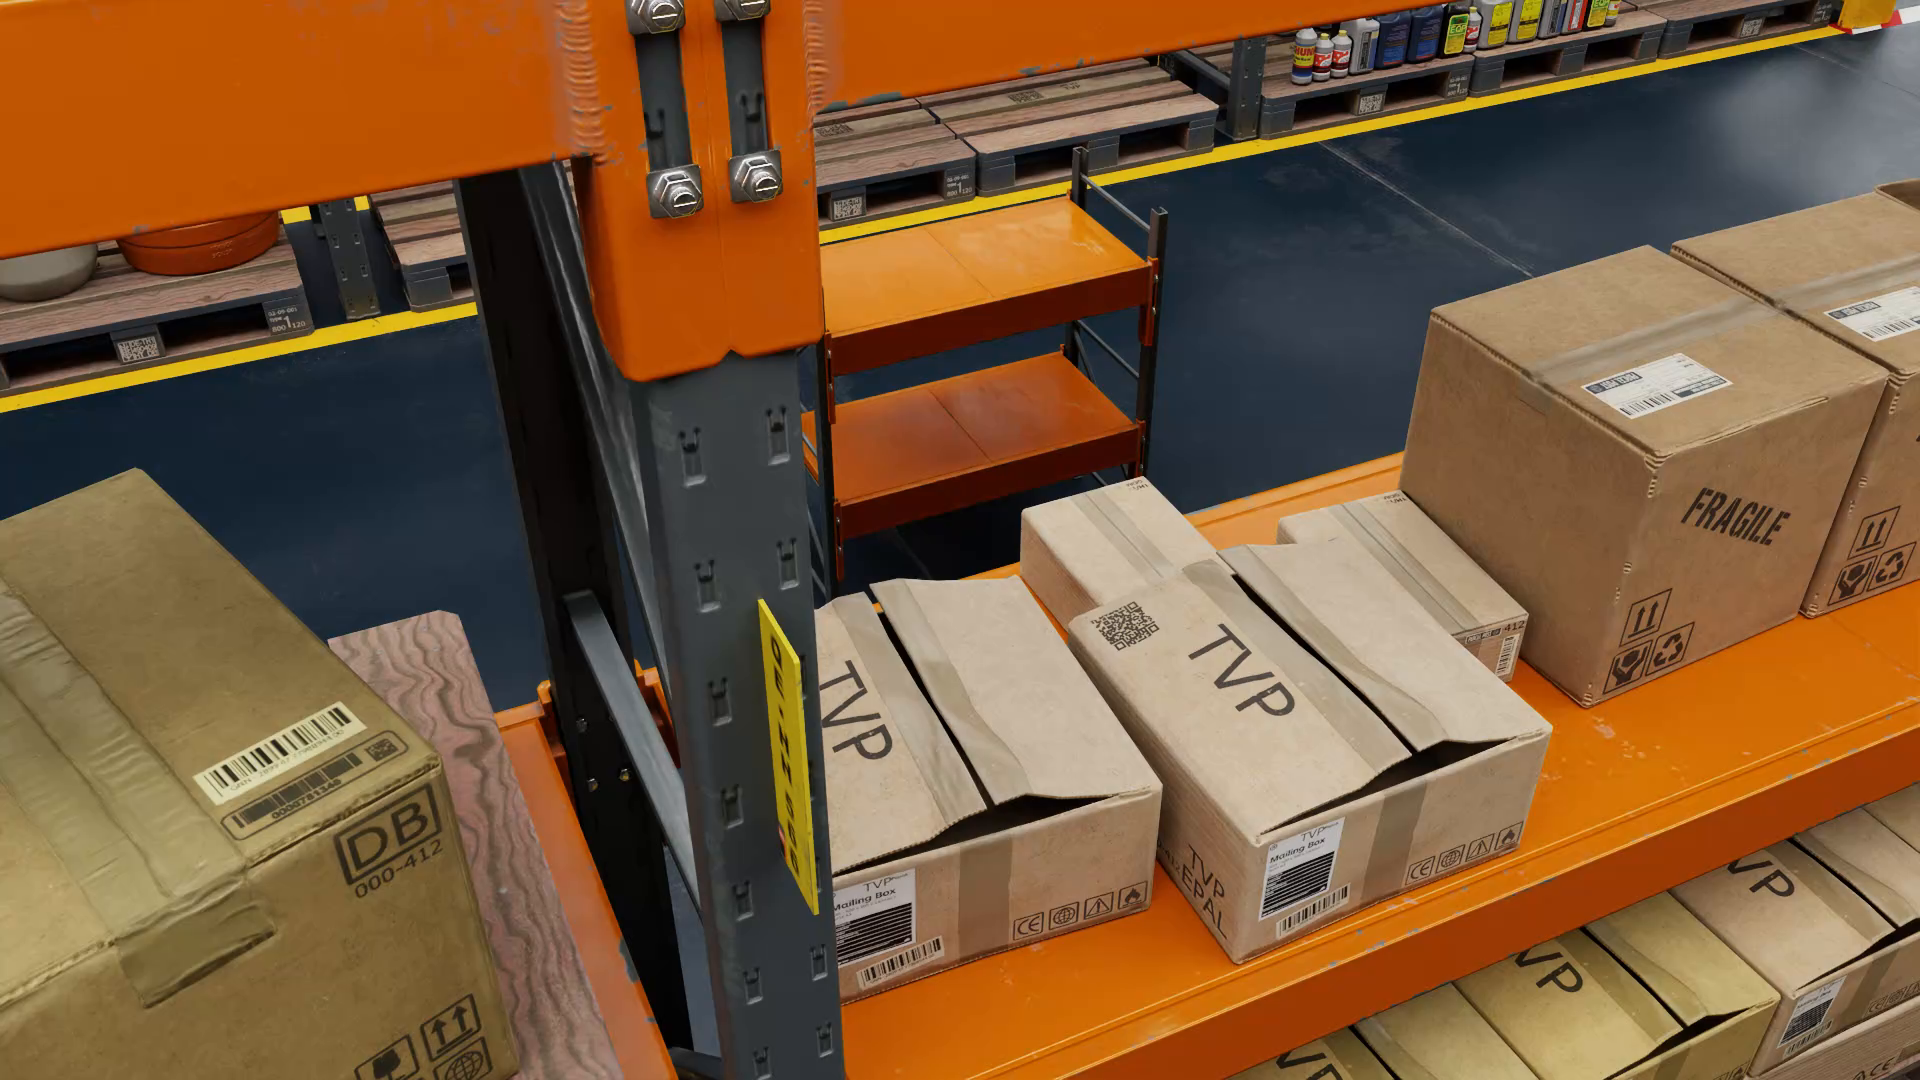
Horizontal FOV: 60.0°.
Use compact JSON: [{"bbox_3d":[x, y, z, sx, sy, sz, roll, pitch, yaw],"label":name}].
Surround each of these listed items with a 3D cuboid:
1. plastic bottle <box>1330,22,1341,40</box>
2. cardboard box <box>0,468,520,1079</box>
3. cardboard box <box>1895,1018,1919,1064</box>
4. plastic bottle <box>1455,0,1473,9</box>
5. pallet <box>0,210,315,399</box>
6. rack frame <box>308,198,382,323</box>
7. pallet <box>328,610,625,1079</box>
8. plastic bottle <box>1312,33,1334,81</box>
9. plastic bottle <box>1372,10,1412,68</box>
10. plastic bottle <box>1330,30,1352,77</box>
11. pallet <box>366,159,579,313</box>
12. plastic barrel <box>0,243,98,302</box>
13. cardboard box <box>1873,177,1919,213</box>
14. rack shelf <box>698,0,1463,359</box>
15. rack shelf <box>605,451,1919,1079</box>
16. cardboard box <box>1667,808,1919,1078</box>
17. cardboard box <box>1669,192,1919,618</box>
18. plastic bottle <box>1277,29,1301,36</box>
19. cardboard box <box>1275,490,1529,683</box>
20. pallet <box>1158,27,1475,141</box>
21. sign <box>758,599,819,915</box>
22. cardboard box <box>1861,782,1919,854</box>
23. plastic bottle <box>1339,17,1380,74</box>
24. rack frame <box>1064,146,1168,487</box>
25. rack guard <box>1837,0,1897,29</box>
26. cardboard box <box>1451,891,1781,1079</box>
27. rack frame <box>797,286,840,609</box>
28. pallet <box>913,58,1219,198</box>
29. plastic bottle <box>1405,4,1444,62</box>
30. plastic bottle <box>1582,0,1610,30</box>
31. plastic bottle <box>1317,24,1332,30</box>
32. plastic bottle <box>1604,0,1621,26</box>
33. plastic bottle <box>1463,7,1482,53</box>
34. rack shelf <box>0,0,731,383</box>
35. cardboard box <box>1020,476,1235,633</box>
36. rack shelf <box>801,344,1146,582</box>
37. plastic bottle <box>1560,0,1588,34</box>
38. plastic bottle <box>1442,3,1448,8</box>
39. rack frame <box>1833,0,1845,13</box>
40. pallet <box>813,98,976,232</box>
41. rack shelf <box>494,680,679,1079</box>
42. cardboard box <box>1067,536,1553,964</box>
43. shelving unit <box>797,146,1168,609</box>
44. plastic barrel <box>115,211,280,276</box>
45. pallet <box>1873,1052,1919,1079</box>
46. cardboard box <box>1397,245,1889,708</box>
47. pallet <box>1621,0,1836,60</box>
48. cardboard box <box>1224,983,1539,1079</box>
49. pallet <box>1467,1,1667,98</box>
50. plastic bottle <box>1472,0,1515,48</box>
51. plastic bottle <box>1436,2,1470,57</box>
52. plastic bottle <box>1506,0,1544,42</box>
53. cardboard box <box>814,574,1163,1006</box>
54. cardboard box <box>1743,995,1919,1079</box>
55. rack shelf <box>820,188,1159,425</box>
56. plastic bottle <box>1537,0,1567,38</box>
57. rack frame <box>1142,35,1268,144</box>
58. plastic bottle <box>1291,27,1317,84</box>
[{"bbox_3d":[1.831,-2.419,7.904,0.133,0.283,0.061,-16,39,-20],"label":"plastic bottle"},{"bbox_3d":[-0.921,0.361,1.809,0.500,0.500,0.700,-30,46,-34],"label":"cardboard box"},{"bbox_3d":[2.048,0.791,3.621,0.500,0.250,0.500,-15,39,-19],"label":"cardboard box"},{"bbox_3d":[2.498,-2.627,8.191,0.135,0.276,0.152,-16,39,-20],"label":"plastic bottle"},{"bbox_3d":[-3.196,-0.980,6.395,1.213,0.211,1.003,-16,39,-20],"label":"pallet"},{"bbox_3d":[-2.500,-2.322,5.863,0.127,3.000,1.000,-16,39,-20],"label":"rack frame"},{"bbox_3d":[-0.983,0.636,2.035,1.003,0.211,1.213,-16,39,-20],"label":"pallet"},{"bbox_3d":[1.688,-2.258,7.756,0.097,0.201,0.097,0,37,0],"label":"plastic bottle"},{"bbox_3d":[2.028,-2.428,7.860,0.185,0.351,0.144,-15,39,-19],"label":"plastic bottle"},{"bbox_3d":[1.780,-2.283,7.790,0.097,0.201,0.097,0,37,0],"label":"plastic bottle"},{"bbox_3d":[-1.782,-1.378,6.930,1.213,0.211,1.003,-16,39,-20],"label":"pallet"},{"bbox_3d":[-3.409,-1.168,6.042,0.421,0.512,0.421,0,37,0],"label":"plastic barrel"},{"bbox_3d":[2.043,-0.384,3.166,0.500,0.500,0.500,-13,38,-17],"label":"cardboard box"},{"bbox_3d":[1.412,-1.072,2.264,4.000,0.370,1.077,-16,39,-20],"label":"rack shelf"},{"bbox_3d":[1.412,0.133,3.157,4.000,0.370,1.077,-16,39,-20],"label":"rack shelf"},{"bbox_3d":[1.600,0.690,3.286,0.500,0.311,0.500,-16,39,-21],"label":"cardboard box"},{"bbox_3d":[1.590,-0.257,2.995,0.500,0.500,0.500,-16,39,-20],"label":"cardboard box"},{"bbox_3d":[1.643,-2.688,8.211,0.185,0.351,0.144,-16,39,-20],"label":"plastic bottle"},{"bbox_3d":[0.732,0.098,2.811,0.250,0.149,0.380,-13,38,-17],"label":"cardboard box"},{"bbox_3d":[1.747,-2.362,8.258,1.213,0.211,1.003,-16,39,-20],"label":"pallet"},{"bbox_3d":[-0.160,0.207,1.548,0.005,0.325,0.100,-16,39,-20],"label":"sign"},{"bbox_3d":[2.056,0.565,3.455,0.500,0.311,0.500,-16,39,-20],"label":"cardboard box"},{"bbox_3d":[1.877,-2.358,7.829,0.135,0.276,0.152,-14,39,-18],"label":"plastic bottle"},{"bbox_3d":[0.454,-0.579,5.086,0.032,1.125,0.500,-16,39,-20],"label":"rack frame"},{"bbox_3d":[4.693,-3.299,9.278,0.348,0.500,1.175,-16,39,-20],"label":"rack guard"},{"bbox_3d":[1.135,0.821,3.110,0.500,0.311,0.500,-17,40,-21],"label":"cardboard box"},{"bbox_3d":[-0.466,-0.321,4.739,0.032,1.125,0.500,-16,39,-20],"label":"rack frame"},{"bbox_3d":[0.426,-1.995,7.763,1.213,0.211,1.003,-16,39,-20],"label":"pallet"},{"bbox_3d":[2.199,-2.476,7.925,0.185,0.351,0.144,-17,40,-22],"label":"plastic bottle"},{"bbox_3d":[3.168,-2.692,8.273,0.133,0.283,0.061,-15,39,-19],"label":"plastic bottle"},{"bbox_3d":[1.841,-2.711,8.304,0.135,0.276,0.152,-16,39,-20],"label":"plastic bottle"},{"bbox_3d":[3.266,-2.699,8.350,0.097,0.201,0.097,0,37,0],"label":"plastic bottle"},{"bbox_3d":[2.465,-2.475,8.049,0.097,0.201,0.097,0,37,0],"label":"plastic bottle"},{"bbox_3d":[-2.209,-0.060,0.899,4.000,0.370,1.077,-16,39,-20],"label":"rack shelf"},{"bbox_3d":[0.298,0.074,2.843,0.250,0.149,0.380,-16,39,-20],"label":"cardboard box"},{"bbox_3d":[-0.006,-0.254,5.058,1.000,0.278,0.538,-16,39,-20],"label":"rack shelf"},{"bbox_3d":[3.026,-2.680,8.262,0.135,0.276,0.152,-15,39,-20],"label":"plastic bottle"},{"bbox_3d":[2.316,-2.501,8.026,0.097,0.271,0.097,0,37,0],"label":"plastic bottle"},{"bbox_3d":[4.742,-4.347,8.593,0.127,3.000,1.000,-16,39,-20],"label":"rack frame"},{"bbox_3d":[-0.679,-1.684,7.343,1.213,0.211,1.003,-16,39,-20],"label":"pallet"},{"bbox_3d":[-2.209,1.145,1.792,4.000,0.370,1.077,-16,39,-20],"label":"rack shelf"},{"bbox_3d":[0.493,0.264,2.451,0.500,0.311,0.500,-16,39,-20],"label":"cardboard box"},{"bbox_3d":[-0.006,-0.450,4.913,1.048,1.125,0.538,-16,39,-20],"label":"shelving unit"},{"bbox_3d":[-2.936,-1.486,6.205,0.708,0.830,0.600,-16,39,-20],"label":"plastic barrel"},{"bbox_3d":[1.466,0.976,3.757,1.213,0.211,1.003,-16,39,-20],"label":"pallet"},{"bbox_3d":[1.113,-0.124,2.815,0.500,0.500,0.500,-18,40,-22],"label":"cardboard box"},{"bbox_3d":[3.955,-2.980,9.091,1.213,0.211,1.003,-16,39,-20],"label":"pallet"},{"bbox_3d":[0.672,0.949,2.938,0.500,0.311,0.500,-17,40,-21],"label":"cardboard box"},{"bbox_3d":[2.853,-2.674,8.677,1.213,0.211,1.003,-16,39,-20],"label":"pallet"},{"bbox_3d":[2.584,-2.584,8.070,0.185,0.351,0.144,-16,39,-20],"label":"plastic bottle"},{"bbox_3d":[2.366,-2.468,7.971,0.133,0.283,0.061,-14,39,-18],"label":"plastic bottle"},{"bbox_3d":[2.752,-2.631,8.133,0.185,0.351,0.144,-14,39,-18],"label":"plastic bottle"},{"bbox_3d":[-0.051,0.317,2.379,0.500,0.311,0.500,-13,39,-17],"label":"cardboard box"},{"bbox_3d":[1.587,0.919,3.448,0.500,0.250,0.500,-15,39,-19],"label":"cardboard box"},{"bbox_3d":[-0.006,-0.685,4.738,1.000,0.278,0.538,-16,39,-20],"label":"rack shelf"},{"bbox_3d":[2.900,-2.645,8.215,0.135,0.276,0.152,-17,40,-21],"label":"plastic bottle"},{"bbox_3d":[1.121,-3.335,7.228,0.127,3.000,1.000,-16,39,-20],"label":"rack frame"},{"bbox_3d":[1.596,-2.260,7.700,0.097,0.271,0.097,0,37,0],"label":"plastic bottle"}]
